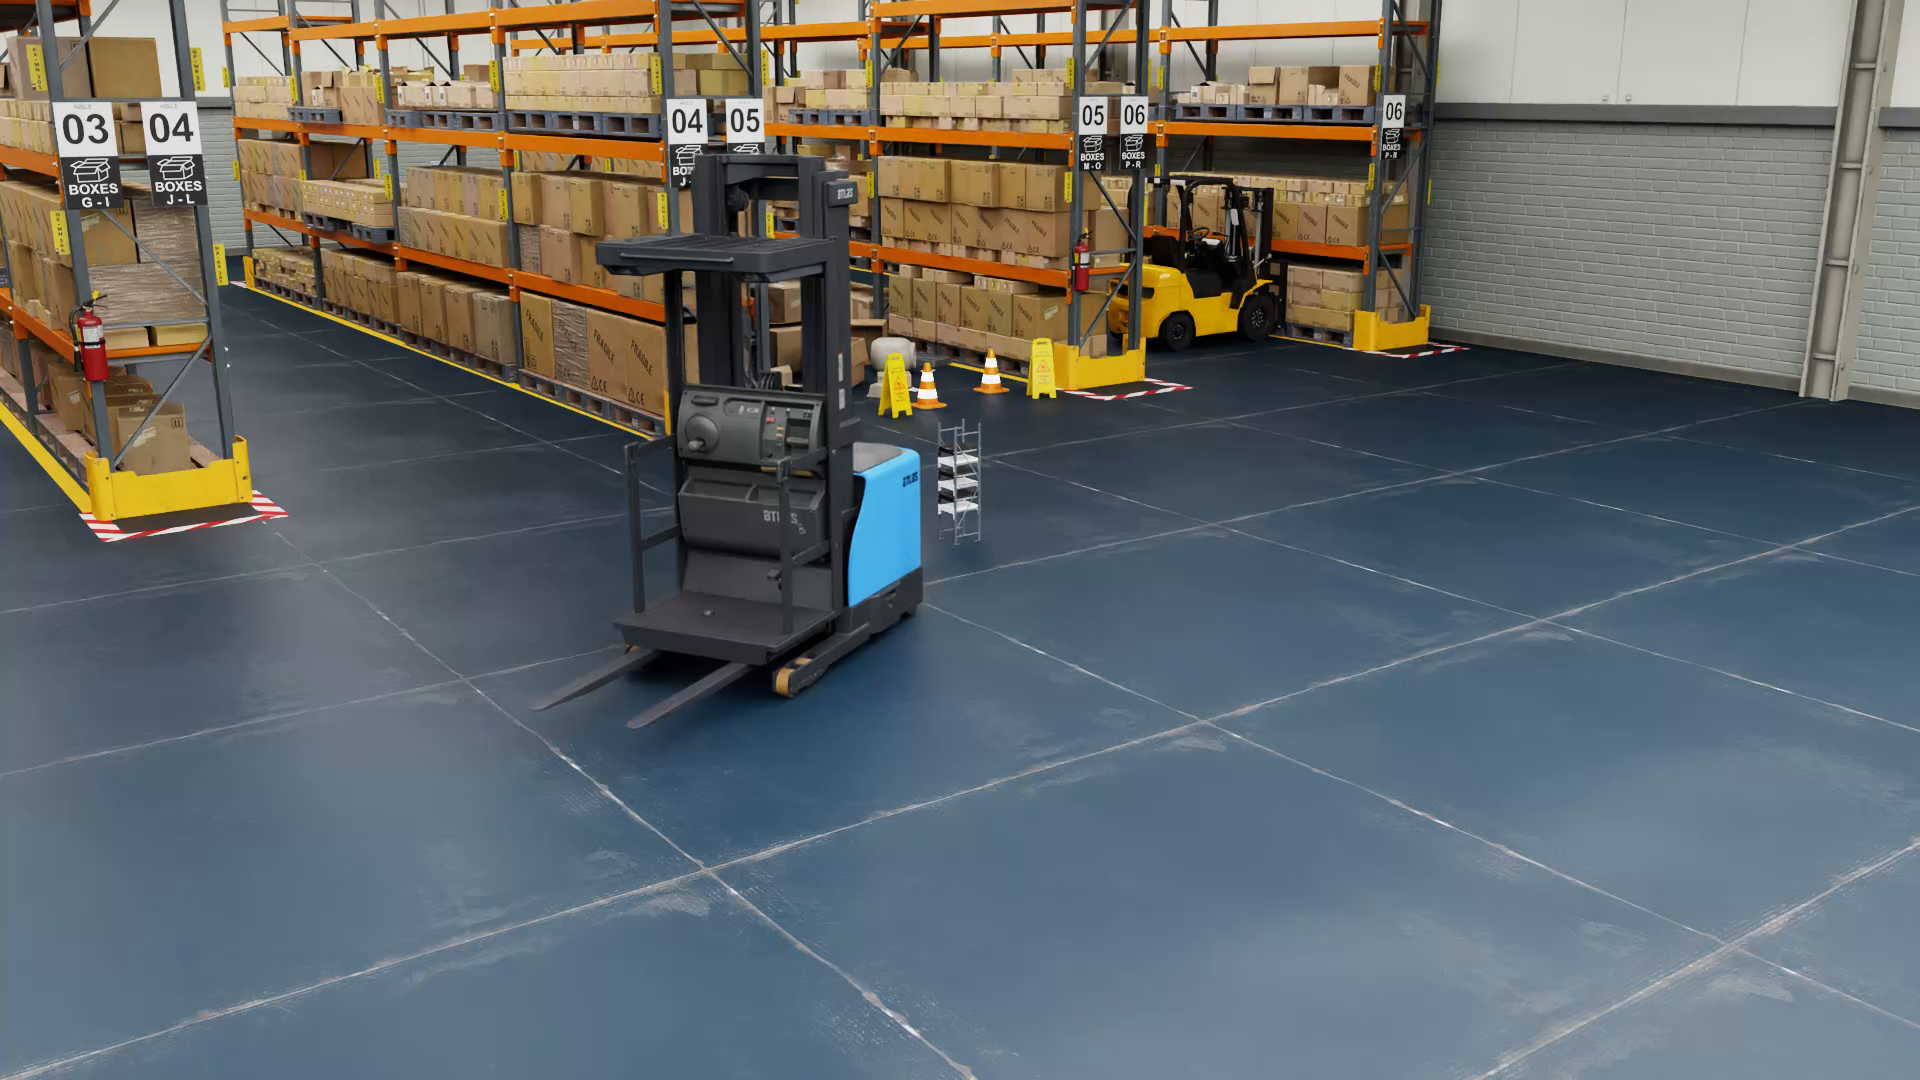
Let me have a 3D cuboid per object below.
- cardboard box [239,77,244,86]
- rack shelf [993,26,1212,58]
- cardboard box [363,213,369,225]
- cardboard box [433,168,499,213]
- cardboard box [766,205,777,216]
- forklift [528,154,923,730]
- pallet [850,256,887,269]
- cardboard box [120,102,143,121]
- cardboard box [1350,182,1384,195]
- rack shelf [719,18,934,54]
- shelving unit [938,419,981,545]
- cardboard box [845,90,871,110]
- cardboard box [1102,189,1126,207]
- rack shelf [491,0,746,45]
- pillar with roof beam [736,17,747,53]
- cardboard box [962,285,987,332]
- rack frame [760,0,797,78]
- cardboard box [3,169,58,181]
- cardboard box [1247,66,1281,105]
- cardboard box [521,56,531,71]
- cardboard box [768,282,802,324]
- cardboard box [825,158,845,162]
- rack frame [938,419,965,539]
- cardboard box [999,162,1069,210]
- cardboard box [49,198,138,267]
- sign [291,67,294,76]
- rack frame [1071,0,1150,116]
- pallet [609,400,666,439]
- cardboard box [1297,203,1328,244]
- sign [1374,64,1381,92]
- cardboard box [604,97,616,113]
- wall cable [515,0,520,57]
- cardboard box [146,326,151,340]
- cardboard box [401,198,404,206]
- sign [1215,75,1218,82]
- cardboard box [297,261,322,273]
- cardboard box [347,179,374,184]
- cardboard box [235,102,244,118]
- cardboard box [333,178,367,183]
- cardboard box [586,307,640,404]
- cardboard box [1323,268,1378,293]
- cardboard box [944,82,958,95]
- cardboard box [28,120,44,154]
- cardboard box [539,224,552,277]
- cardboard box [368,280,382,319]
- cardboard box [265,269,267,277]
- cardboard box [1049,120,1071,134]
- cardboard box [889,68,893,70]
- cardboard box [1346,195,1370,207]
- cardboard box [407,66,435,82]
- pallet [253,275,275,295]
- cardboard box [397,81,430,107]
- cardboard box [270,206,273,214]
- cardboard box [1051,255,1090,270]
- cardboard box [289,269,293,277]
[{"bbox_3d":[-11.460,-7.443,26.989,0.380,0.149,0.250,-11,19,-35],"label":"cardboard box"},{"bbox_3d":[2.135,-7.646,25.586,1.077,0.370,4.000,-11,19,-35],"label":"rack shelf"},{"bbox_3d":[-7.805,-4.327,22.383,0.380,0.149,0.250,-11,19,-35],"label":"cardboard box"},{"bbox_3d":[-6.141,-4.374,20.792,0.700,0.500,0.500,-11,19,-35],"label":"cardboard box"},{"bbox_3d":[-2.606,-4.738,23.886,0.380,0.149,0.250,-11,19,-34],"label":"cardboard box"},{"bbox_3d":[-1.305,-0.658,9.427,1.130,2.935,3.031,7,17,23],"label":"forklift"},{"bbox_3d":[-1.796,-5.375,31.816,1.003,0.211,1.213,-11,19,-35],"label":"pallet"},{"bbox_3d":[-6.341,-3.363,13.028,0.380,0.149,0.250,-11,19,-35],"label":"cardboard box"},{"bbox_3d":[5.282,-4.559,21.571,0.380,0.149,0.250,-11,19,-34],"label":"cardboard box"},{"bbox_3d":[-1.878,-6.875,22.768,1.077,0.370,4.000,-11,19,-35],"label":"rack shelf"},{"bbox_3d":[-0.005,-0.436,12.464,0.258,0.900,0.210,-11,19,-35],"label":"shelving unit"},{"bbox_3d":[-1.163,-5.773,21.794,0.500,0.250,0.500,-11,19,-36],"label":"cardboard box"},{"bbox_3d":[2.507,-5.208,25.259,0.500,0.250,0.500,-11,19,-36],"label":"cardboard box"},{"bbox_3d":[-3.471,-5.231,16.761,1.077,0.370,4.000,-11,19,-35],"label":"rack shelf"},{"bbox_3d":[-8.083,-10.369,33.413,9.100,9.000,0.400,-11,19,-35],"label":"pillar with roof beam"},{"bbox_3d":[0.367,-2.828,20.220,0.500,0.500,0.500,-11,19,-36],"label":"cardboard box"},{"bbox_3d":[-3.745,-10.321,33.240,1.000,3.000,0.127,-11,19,-35],"label":"rack frame"},{"bbox_3d":[-9.072,-3.239,16.796,1.000,1.000,1.000,-11,19,-34],"label":"cardboard box"},{"bbox_3d":[4.371,-6.180,22.612,0.797,0.503,0.637,-10,18,-33],"label":"cardboard box"},{"bbox_3d":[-4.408,-5.026,17.556,0.380,0.149,0.250,-11,19,-35],"label":"cardboard box"},{"bbox_3d":[-2.124,-2.971,21.049,0.500,0.500,0.500,-11,19,-35],"label":"cardboard box"},{"bbox_3d":[-1.864,-5.350,23.662,0.380,0.149,0.250,-12,19,-37],"label":"cardboard box"},{"bbox_3d":[-0.065,-0.457,12.543,0.240,0.900,0.006,-11,19,-35],"label":"rack frame"},{"bbox_3d":[0.881,-4.098,19.220,0.700,0.500,0.500,-11,19,-34],"label":"cardboard box"},{"bbox_3d":[-6.890,-2.455,13.215,0.500,0.500,0.500,-11,19,-35],"label":"cardboard box"},{"bbox_3d":[-11.242,-7.822,28.114,0.100,0.325,0.005,-11,19,-35],"label":"sign"},{"bbox_3d":[1.650,-6.133,17.939,1.000,3.000,0.127,-11,19,-35],"label":"rack frame"},{"bbox_3d":[-2.828,-1.263,16.792,1.003,0.211,1.213,-11,19,-35],"label":"pallet"},{"bbox_3d":[4.863,-4.236,22.181,0.500,0.500,0.500,-10,18,-33],"label":"cardboard box"},{"bbox_3d":[5.216,-5.765,20.749,0.100,0.325,0.005,-11,19,-35],"label":"sign"},{"bbox_3d":[-3.212,-4.207,16.075,0.380,0.149,0.250,-11,19,-34],"label":"cardboard box"},{"bbox_3d":[-8.445,-11.279,36.670,2.988,3.039,0.133,-11,19,-35],"label":"wall cable"},{"bbox_3d":[-6.472,-1.735,13.707,0.380,0.149,0.250,-11,19,-35],"label":"cardboard box"},{"bbox_3d":[-7.590,-4.685,23.129,0.380,0.149,0.250,-11,19,-34],"label":"cardboard box"},{"bbox_3d":[3.759,-6.686,24.511,0.100,0.325,0.005,-11,19,-35],"label":"sign"},{"bbox_3d":[-10.105,-4.263,25.946,0.380,0.149,0.250,-11,19,-35],"label":"cardboard box"},{"bbox_3d":[-8.957,-5.325,24.904,0.380,0.149,0.250,-10,18,-32],"label":"cardboard box"},{"bbox_3d":[-11.645,-7.105,27.456,0.500,0.250,0.500,-10,18,-33],"label":"cardboard box"},{"bbox_3d":[-9.438,-5.349,25.684,0.500,0.500,0.500,-11,19,-36],"label":"cardboard box"},{"bbox_3d":[-3.266,-1.950,17.247,0.875,0.875,0.875,-11,19,-35],"label":"cardboard box"},{"bbox_3d":[5.140,-3.419,21.907,0.500,0.250,0.500,-10,18,-33],"label":"cardboard box"},{"bbox_3d":[0.029,-5.417,19.968,0.380,0.149,0.250,-11,19,-35],"label":"cardboard box"},{"bbox_3d":[-7.151,-3.246,13.355,0.500,0.250,0.500,-11,19,-34],"label":"cardboard box"},{"bbox_3d":[-4.078,-3.185,18.248,0.875,0.550,0.550,-11,19,-35],"label":"cardboard box"},{"bbox_3d":[-7.899,-3.366,23.133,0.500,0.500,0.500,-10,18,-32],"label":"cardboard box"},{"bbox_3d":[-11.433,-4.489,27.901,0.380,0.149,0.250,-11,19,-35],"label":"cardboard box"},{"bbox_3d":[1.214,-4.598,18.488,0.380,0.149,0.250,-11,19,-34],"label":"cardboard box"},{"bbox_3d":[-1.158,-8.438,30.186,0.396,0.266,0.258,-11,19,-35],"label":"cardboard box"},{"bbox_3d":[5.232,-4.403,21.562,0.380,0.149,0.250,-11,19,-34],"label":"cardboard box"},{"bbox_3d":[-7.317,-6.262,22.450,0.396,0.266,0.258,-11,19,-35],"label":"cardboard box"},{"bbox_3d":[-11.209,-4.326,27.983,1.003,0.211,1.213,-11,19,-35],"label":"pallet"},{"bbox_3d":[-6.751,-5.624,20.944,0.500,0.311,0.500,-11,19,-34],"label":"cardboard box"},{"bbox_3d":[-10.954,-5.359,26.948,0.380,0.149,0.250,-11,19,-36],"label":"cardboard box"},{"bbox_3d":[1.257,-3.165,18.935,0.380,0.149,0.250,-10,18,-33],"label":"cardboard box"},{"bbox_3d":[-10.509,-4.292,26.617,0.380,0.149,0.250,-12,19,-37],"label":"cardboard box"}]
